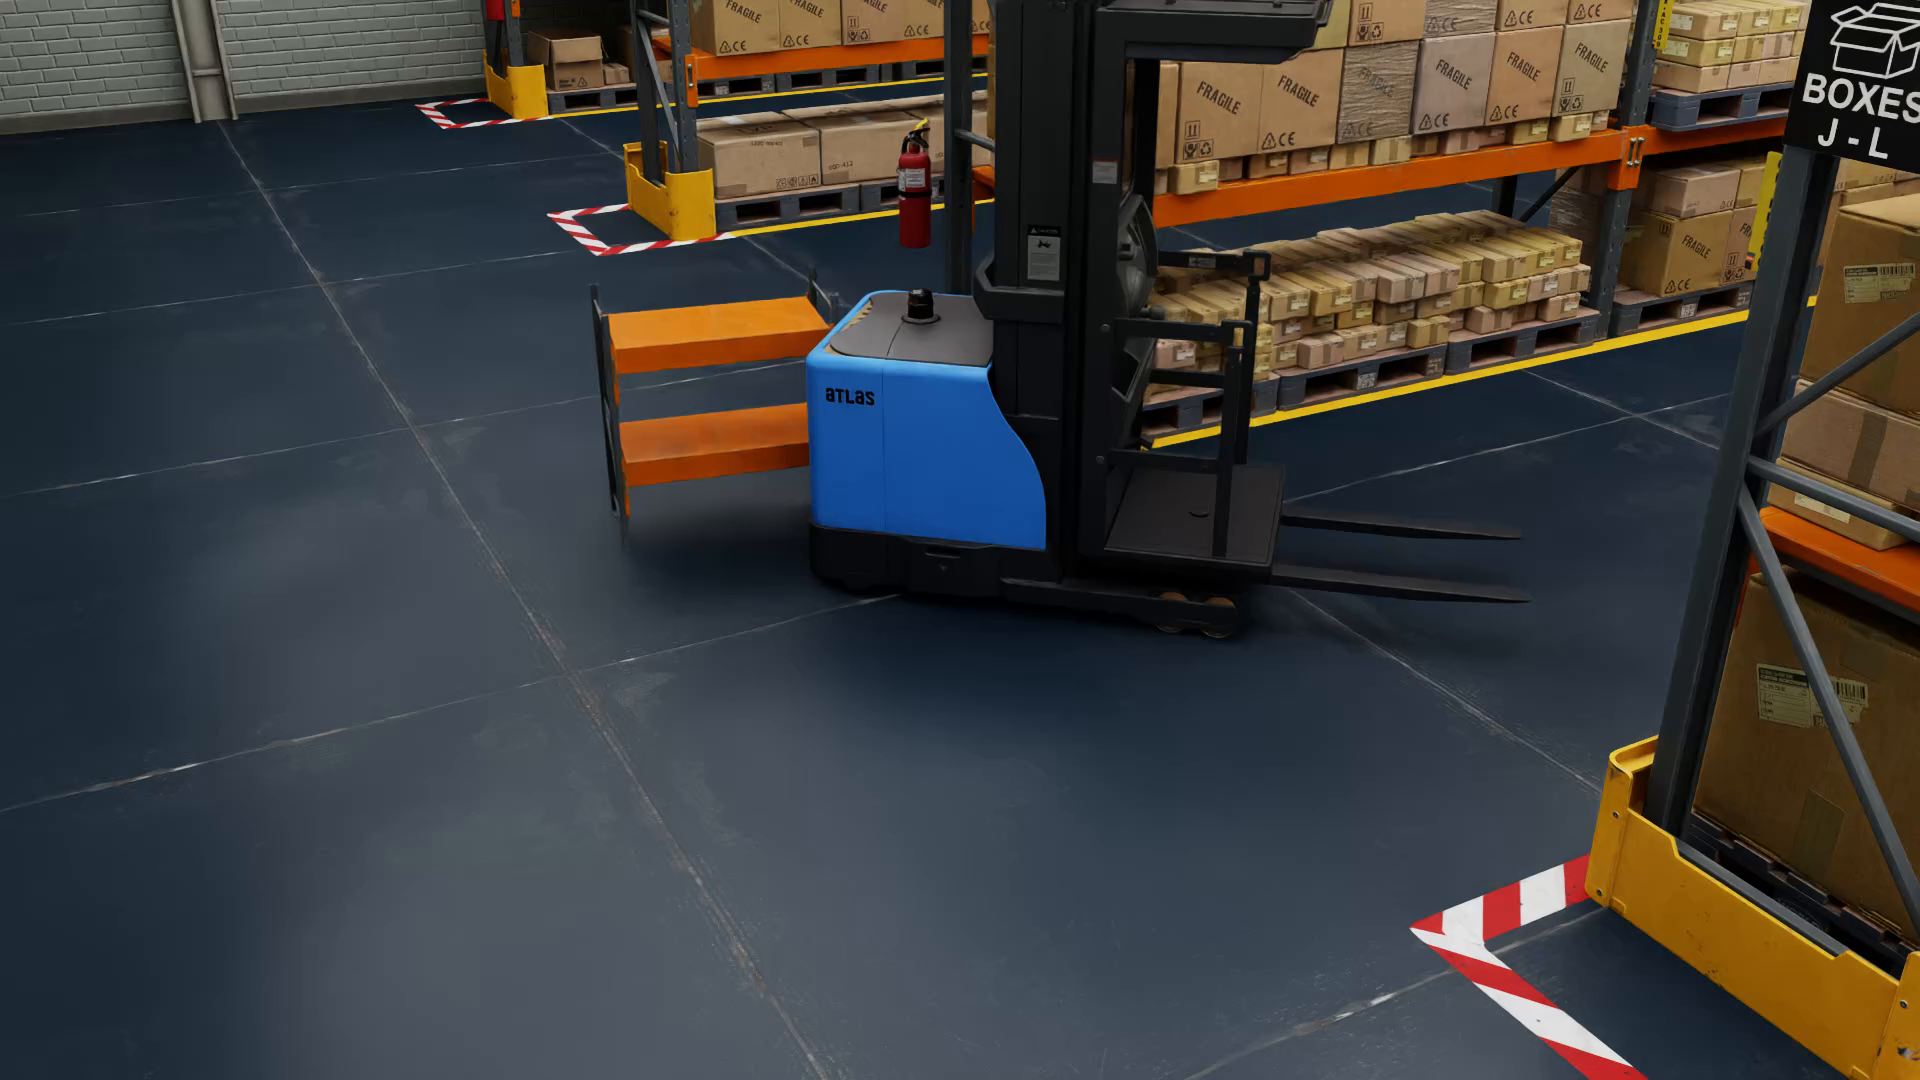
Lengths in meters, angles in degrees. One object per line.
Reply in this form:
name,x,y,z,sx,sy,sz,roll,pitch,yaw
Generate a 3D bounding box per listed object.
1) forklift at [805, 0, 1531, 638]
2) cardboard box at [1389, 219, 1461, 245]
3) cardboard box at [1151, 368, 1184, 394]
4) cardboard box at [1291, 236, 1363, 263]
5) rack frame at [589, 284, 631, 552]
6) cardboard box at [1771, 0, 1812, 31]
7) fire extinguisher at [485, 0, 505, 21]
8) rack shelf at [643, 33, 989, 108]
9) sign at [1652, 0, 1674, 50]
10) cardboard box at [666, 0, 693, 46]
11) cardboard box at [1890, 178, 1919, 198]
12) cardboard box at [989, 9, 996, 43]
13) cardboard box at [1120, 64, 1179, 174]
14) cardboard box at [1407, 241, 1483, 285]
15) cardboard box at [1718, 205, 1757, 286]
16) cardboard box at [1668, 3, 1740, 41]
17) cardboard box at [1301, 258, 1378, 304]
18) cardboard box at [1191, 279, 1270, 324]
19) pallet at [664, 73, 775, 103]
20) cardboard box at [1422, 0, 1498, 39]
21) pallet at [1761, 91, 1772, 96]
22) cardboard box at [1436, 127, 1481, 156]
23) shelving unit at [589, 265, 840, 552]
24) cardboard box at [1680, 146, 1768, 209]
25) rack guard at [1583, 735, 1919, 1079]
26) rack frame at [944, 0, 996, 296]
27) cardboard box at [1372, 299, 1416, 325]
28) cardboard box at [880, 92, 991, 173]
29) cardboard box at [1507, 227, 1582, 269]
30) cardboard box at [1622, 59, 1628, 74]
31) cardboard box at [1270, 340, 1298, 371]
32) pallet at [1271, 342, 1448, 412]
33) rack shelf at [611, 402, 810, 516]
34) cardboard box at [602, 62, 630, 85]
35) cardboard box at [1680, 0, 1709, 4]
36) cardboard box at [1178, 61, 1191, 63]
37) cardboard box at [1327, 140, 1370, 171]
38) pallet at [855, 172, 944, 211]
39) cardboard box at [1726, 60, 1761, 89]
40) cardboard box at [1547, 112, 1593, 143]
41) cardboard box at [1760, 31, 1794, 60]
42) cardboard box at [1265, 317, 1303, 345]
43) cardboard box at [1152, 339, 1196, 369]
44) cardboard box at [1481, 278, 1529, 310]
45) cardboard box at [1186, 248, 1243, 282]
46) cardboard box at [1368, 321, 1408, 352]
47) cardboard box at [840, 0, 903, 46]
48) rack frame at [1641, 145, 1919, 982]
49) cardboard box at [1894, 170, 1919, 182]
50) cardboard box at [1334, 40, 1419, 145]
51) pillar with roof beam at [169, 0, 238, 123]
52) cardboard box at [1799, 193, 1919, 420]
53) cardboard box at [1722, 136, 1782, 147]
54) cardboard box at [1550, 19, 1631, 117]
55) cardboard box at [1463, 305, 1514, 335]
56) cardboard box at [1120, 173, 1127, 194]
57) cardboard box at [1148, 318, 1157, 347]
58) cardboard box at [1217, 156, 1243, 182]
forklift,0.916,-1.169,6.798,3.031,2.935,1.130,6,26,12
cardboard box,2.859,-1.850,10.260,0.250,0.149,0.380,-13,29,-26
cardboard box,1.007,-0.932,9.033,0.250,0.149,0.380,-13,29,-25
cardboard box,2.175,-1.681,9.907,0.250,0.149,0.380,-14,29,-27
rack frame,-1.601,-0.559,7.614,0.032,1.125,0.500,-8,27,-15
cardboard box,4.987,-3.182,10.030,0.250,0.149,0.380,-13,29,-26
fire extinguisher,-4.468,-5.314,15.872,0.183,0.674,0.296,-13,29,-25
rack shelf,-0.452,-3.911,13.262,4.000,0.370,1.077,-13,29,-25
sign,3.993,-2.958,9.444,0.005,0.325,0.100,-13,29,-25
cardboard box,-1.915,-4.073,12.651,0.500,0.500,0.500,-13,28,-25
cardboard box,6.343,-2.312,11.503,0.500,0.500,0.500,-12,28,-23
cardboard box,0.489,-2.776,8.453,0.500,0.500,0.500,-14,29,-26
cardboard box,0.728,-2.123,8.248,0.500,0.500,0.500,-12,28,-23
cardboard box,2.851,-1.630,9.800,0.250,0.149,0.380,-12,28,-23
cardboard box,4.974,-1.993,10.838,0.500,0.500,0.500,-12,28,-23
cardboard box,4.295,-3.022,9.696,0.250,0.149,0.380,-11,28,-22
cardboard box,2.153,-1.471,9.469,0.250,0.149,0.380,-13,29,-25
cardboard box,1.473,-1.294,9.101,0.250,0.149,0.380,-15,29,-28
pallet,-2.710,-4.891,17.693,1.213,0.211,1.003,-13,29,-25
cardboard box,2.532,-2.998,8.914,0.500,0.500,0.500,-12,28,-24
pallet,5.533,-3.082,10.926,1.213,0.211,1.003,-13,29,-25
cardboard box,2.685,-2.277,9.316,0.250,0.149,0.380,-14,29,-27
shelving unit,-1.115,-0.624,7.749,1.048,1.125,0.538,-8,27,-15
cardboard box,4.976,-2.333,10.679,0.500,0.250,0.500,-12,28,-24
rack guard,2.425,1.088,4.906,0.348,0.500,1.175,-13,29,-25
rack frame,0.202,-1.958,8.363,0.127,3.000,1.000,-13,29,-25
cardboard box,2.413,-1.385,9.633,0.250,0.149,0.380,-14,29,-28
cardboard box,-0.081,-3.408,13.857,0.875,0.438,0.875,-14,29,-27
cardboard box,3.540,-1.773,10.099,0.250,0.149,0.380,-12,28,-24
cardboard box,3.989,-3.006,10.349,0.250,0.149,0.380,-14,29,-26
cardboard box,1.680,-1.083,9.349,0.250,0.149,0.380,-13,29,-25
pallet,2.078,-1.115,9.829,1.213,0.211,1.003,-13,29,-25
rack shelf,-1.115,-0.403,7.855,1.000,0.278,0.538,-8,27,-15
cardboard box,-3.578,-4.787,17.064,0.250,0.149,0.380,-14,29,-27
cardboard box,4.459,-3.380,10.443,0.250,0.149,0.380,-14,29,-27
cardboard box,1.165,-2.684,8.259,0.500,0.500,0.500,-12,28,-24
cardboard box,1.994,-2.123,8.997,0.250,0.149,0.380,-12,28,-23
pallet,-0.473,-3.011,13.777,1.213,0.211,1.003,-13,29,-25
cardboard box,4.537,-2.812,9.947,0.250,0.149,0.380,-13,28,-24
cardboard box,3.413,-2.418,9.611,0.250,0.149,0.380,-14,29,-26
cardboard box,4.751,-2.994,9.982,0.250,0.149,0.380,-12,28,-24
cardboard box,1.694,-1.224,9.299,0.250,0.149,0.380,-14,29,-28
cardboard box,1.053,-1.039,8.914,0.250,0.149,0.380,-13,29,-25
cardboard box,3.142,-1.505,9.883,0.250,0.149,0.380,-14,29,-27
cardboard box,1.436,-1.570,9.676,0.250,0.149,0.380,-12,28,-23
cardboard box,2.371,-1.229,9.652,0.250,0.149,0.380,-12,28,-24
cardboard box,-0.767,-4.072,12.650,0.500,0.500,0.500,-13,29,-25
rack frame,2.447,-0.044,4.375,0.127,3.000,1.000,-13,29,-25
cardboard box,6.340,-2.642,11.323,0.500,0.250,0.500,-13,28,-24
cardboard box,2.073,-2.443,8.914,0.500,0.500,0.500,-14,29,-26
pillar with roof beam,-5.333,-6.579,11.055,0.400,9.000,9.100,-13,29,-25
cardboard box,2.753,-0.648,4.596,0.500,0.500,0.500,-13,28,-24
cardboard box,5.189,-2.634,11.308,0.500,0.250,0.500,-14,29,-27
cardboard box,3.438,-2.746,9.544,0.500,0.500,0.500,-13,29,-25
cardboard box,3.074,-1.368,9.942,0.250,0.149,0.380,-14,29,-27
cardboard box,0.642,-1.786,8.294,0.250,0.149,0.380,-13,29,-26
cardboard box,0.824,-1.108,8.713,0.250,0.149,0.380,-14,29,-27
cardboard box,1.274,-1.993,8.726,0.250,0.149,0.380,-12,28,-23
